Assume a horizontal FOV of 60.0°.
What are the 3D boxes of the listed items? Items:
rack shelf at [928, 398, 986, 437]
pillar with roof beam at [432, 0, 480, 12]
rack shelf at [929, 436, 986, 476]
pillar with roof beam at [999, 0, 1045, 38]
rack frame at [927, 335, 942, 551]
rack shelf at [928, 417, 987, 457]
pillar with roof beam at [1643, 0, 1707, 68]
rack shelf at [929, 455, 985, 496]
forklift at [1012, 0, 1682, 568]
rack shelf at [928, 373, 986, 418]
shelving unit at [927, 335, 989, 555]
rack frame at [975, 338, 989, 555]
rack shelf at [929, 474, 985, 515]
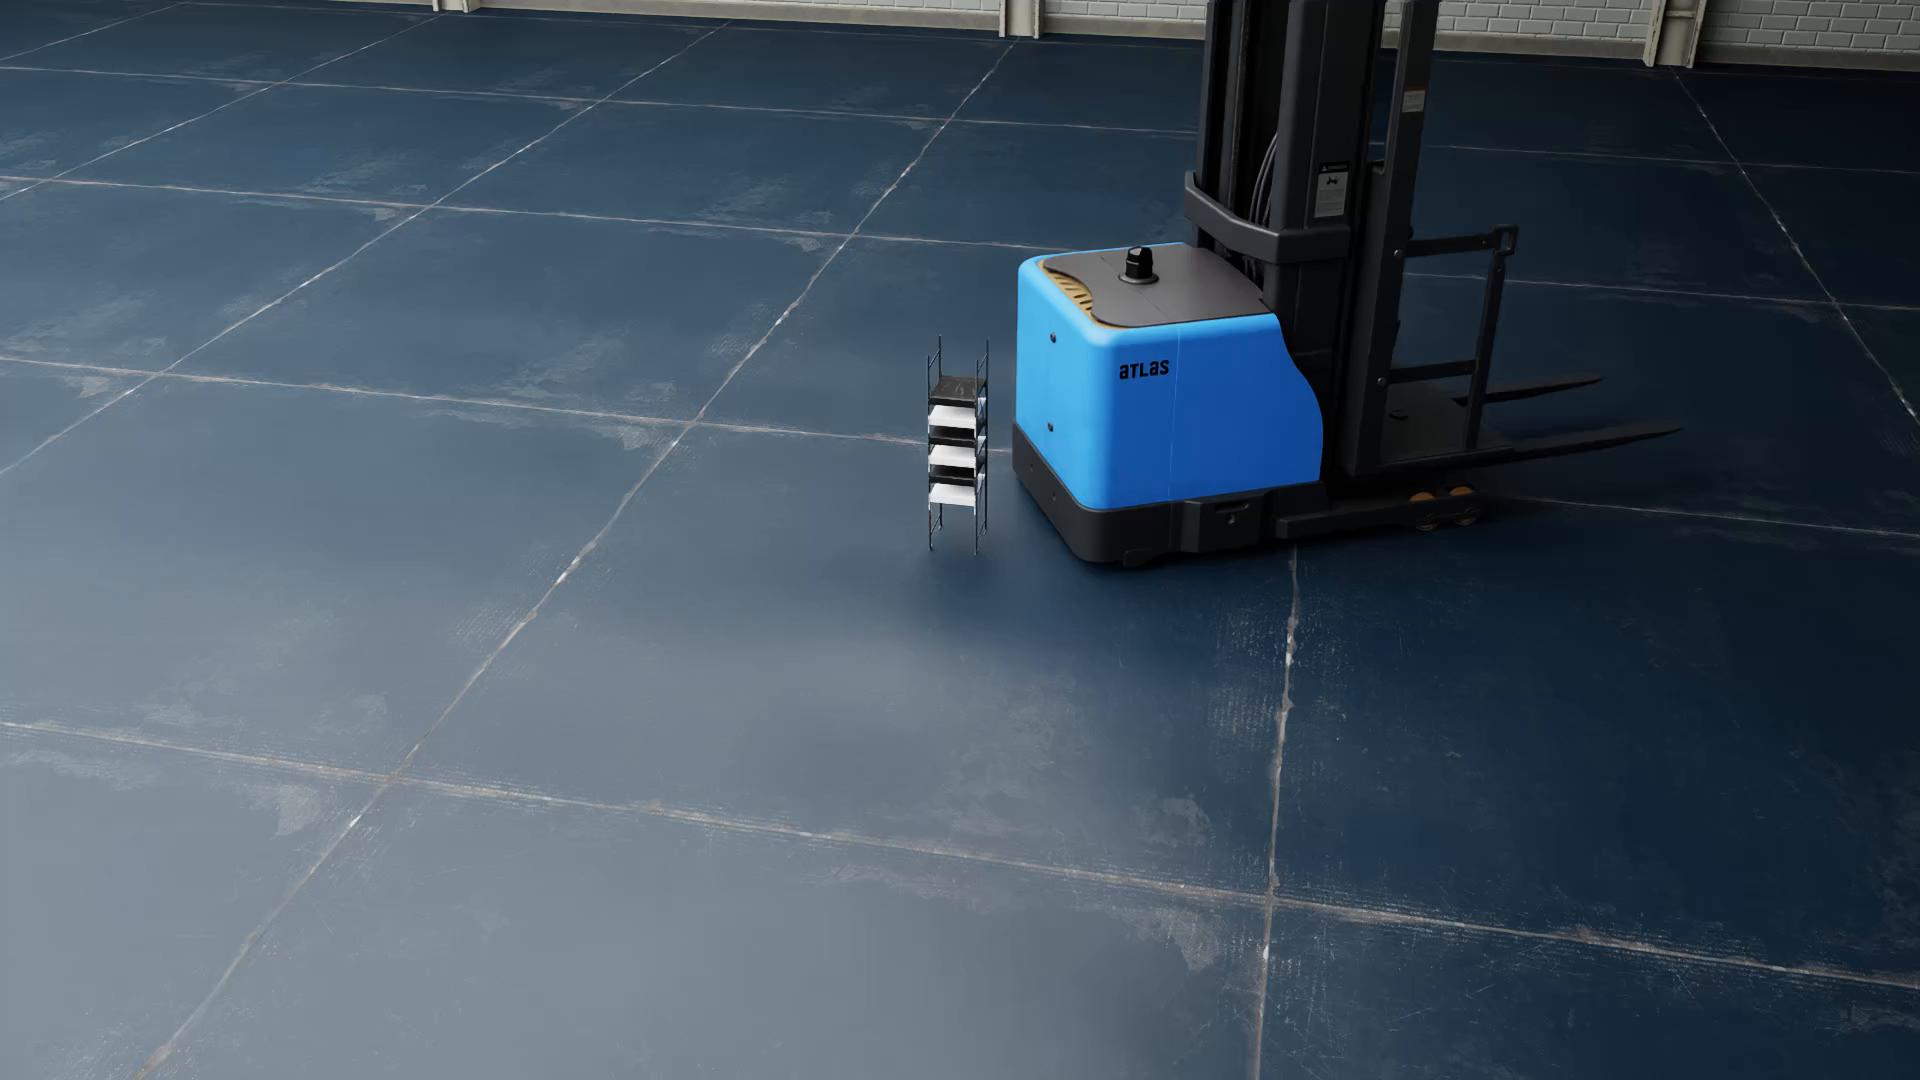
[{"bbox_3d":[-0.008,-0.524,6.965,0.200,0.077,0.258,6,29,11],"label":"rack shelf"},{"bbox_3d":[-6.160,-7.491,11.562,0.400,9.000,9.100,6,29,11],"label":"pillar with roof beam"},{"bbox_3d":[-0.008,-0.366,7.051,0.200,0.077,0.258,6,29,11],"label":"rack shelf"},{"bbox_3d":[-0.292,-6.889,10.463,0.400,9.000,9.100,6,29,11],"label":"pillar with roof beam"},{"bbox_3d":[-0.107,-0.406,7.054,0.006,0.900,0.240,6,29,11],"label":"rack frame"},{"bbox_3d":[-0.008,-0.445,7.008,0.200,0.077,0.258,6,29,11],"label":"rack shelf"},{"bbox_3d":[5.575,-6.287,9.364,0.400,9.000,9.100,6,29,11],"label":"pillar with roof beam"},{"bbox_3d":[-0.008,-0.287,7.095,0.200,0.077,0.258,6,29,11],"label":"rack shelf"},{"bbox_3d":[1.817,-1.561,7.049,3.031,2.935,1.130,-8,30,-14],"label":"forklift"},{"bbox_3d":[-0.008,-0.603,6.922,0.200,0.077,0.258,6,29,11],"label":"rack shelf"},{"bbox_3d":[-0.008,-0.396,7.035,0.210,0.900,0.258,6,29,11],"label":"shelving unit"},{"bbox_3d":[0.091,-0.385,7.017,0.006,0.900,0.240,6,29,11],"label":"rack frame"},{"bbox_3d":[-0.008,-0.208,7.138,0.200,0.077,0.258,6,29,11],"label":"rack shelf"}]
